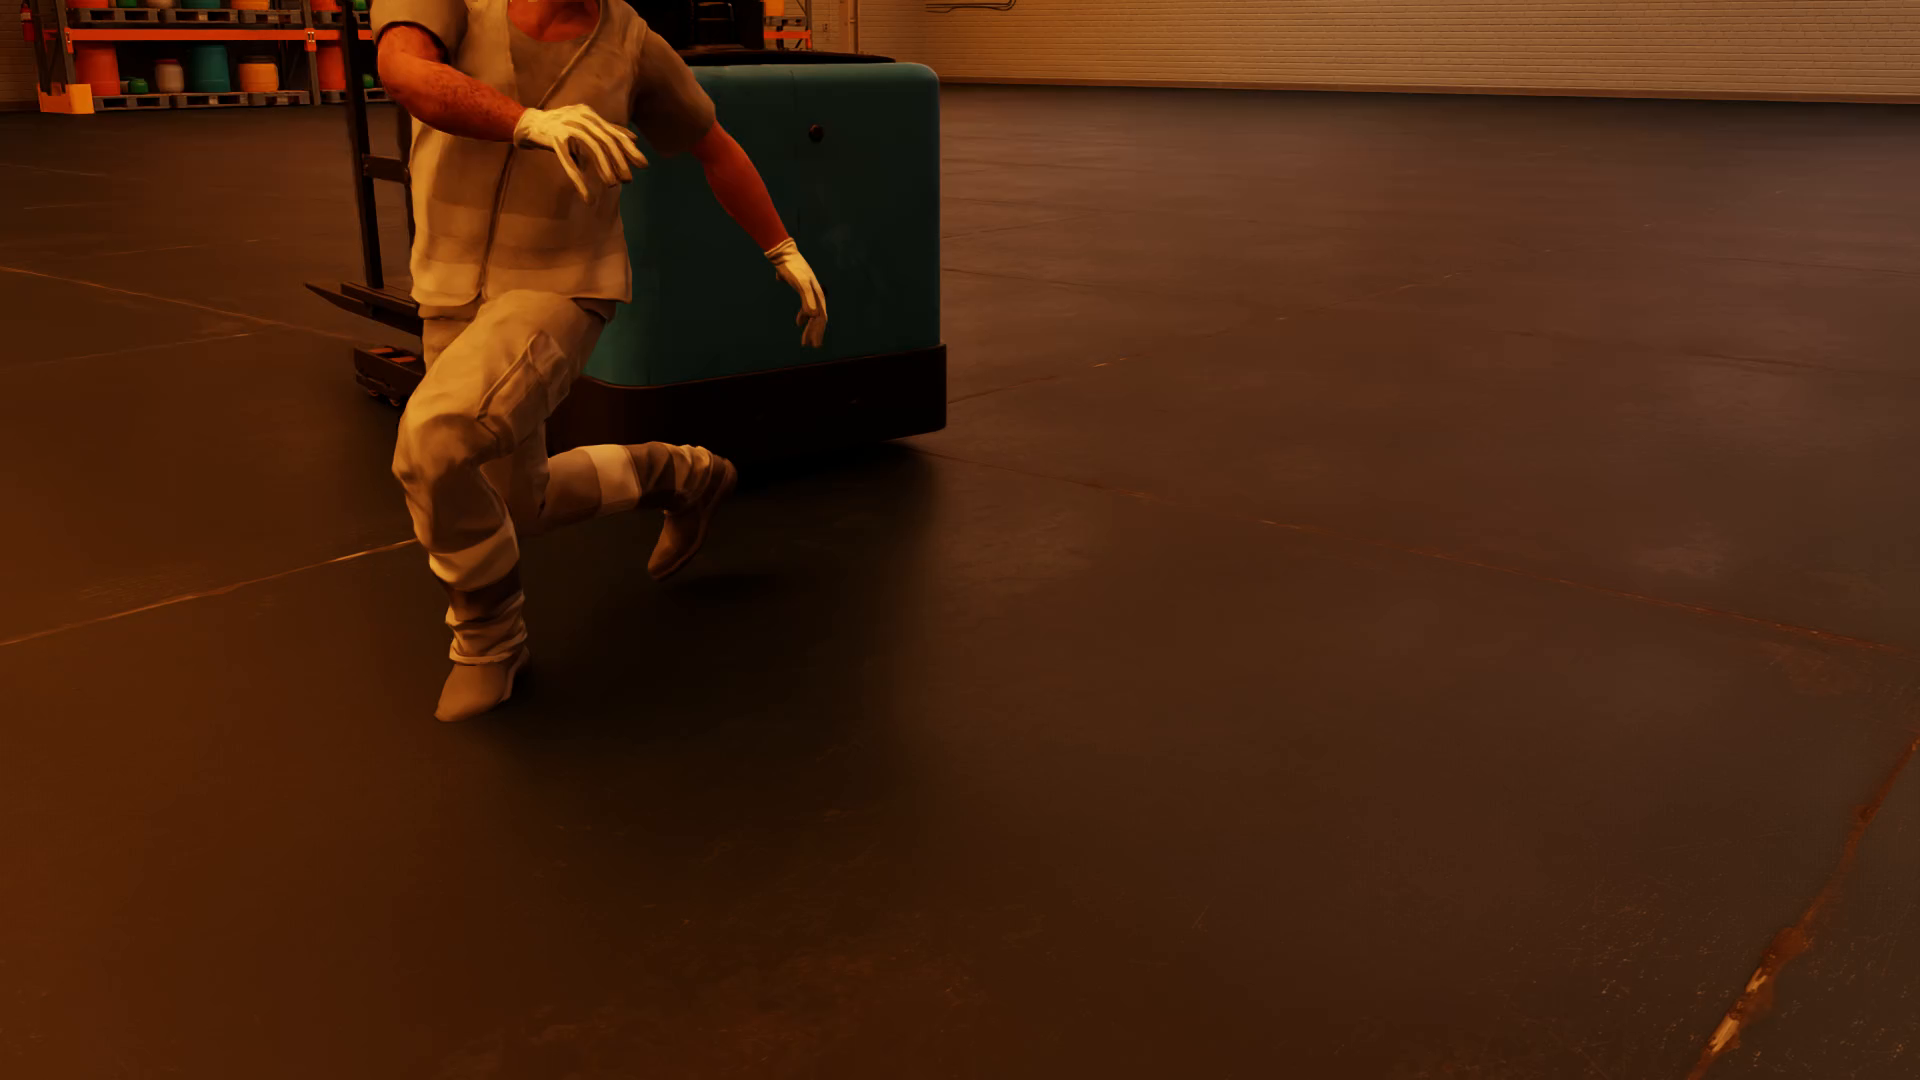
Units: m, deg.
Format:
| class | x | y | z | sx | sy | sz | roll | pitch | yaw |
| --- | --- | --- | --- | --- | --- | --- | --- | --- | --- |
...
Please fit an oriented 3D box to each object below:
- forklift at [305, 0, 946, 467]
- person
| class | x | y | z | sx | sy | sz | roll | pitch | yaw |
| --- | --- | --- | --- | --- | --- | --- | --- | --- | --- |
| forklift | -1.348 | -1.907 | 5.179 | 1.130 | 2.935 | 3.031 | -13 | 21 | -36 |
| person | -0.670 | -0.499 | 3.062 | 0.686 | 1.541 | 0.952 | 4 | 17 | 14 |
